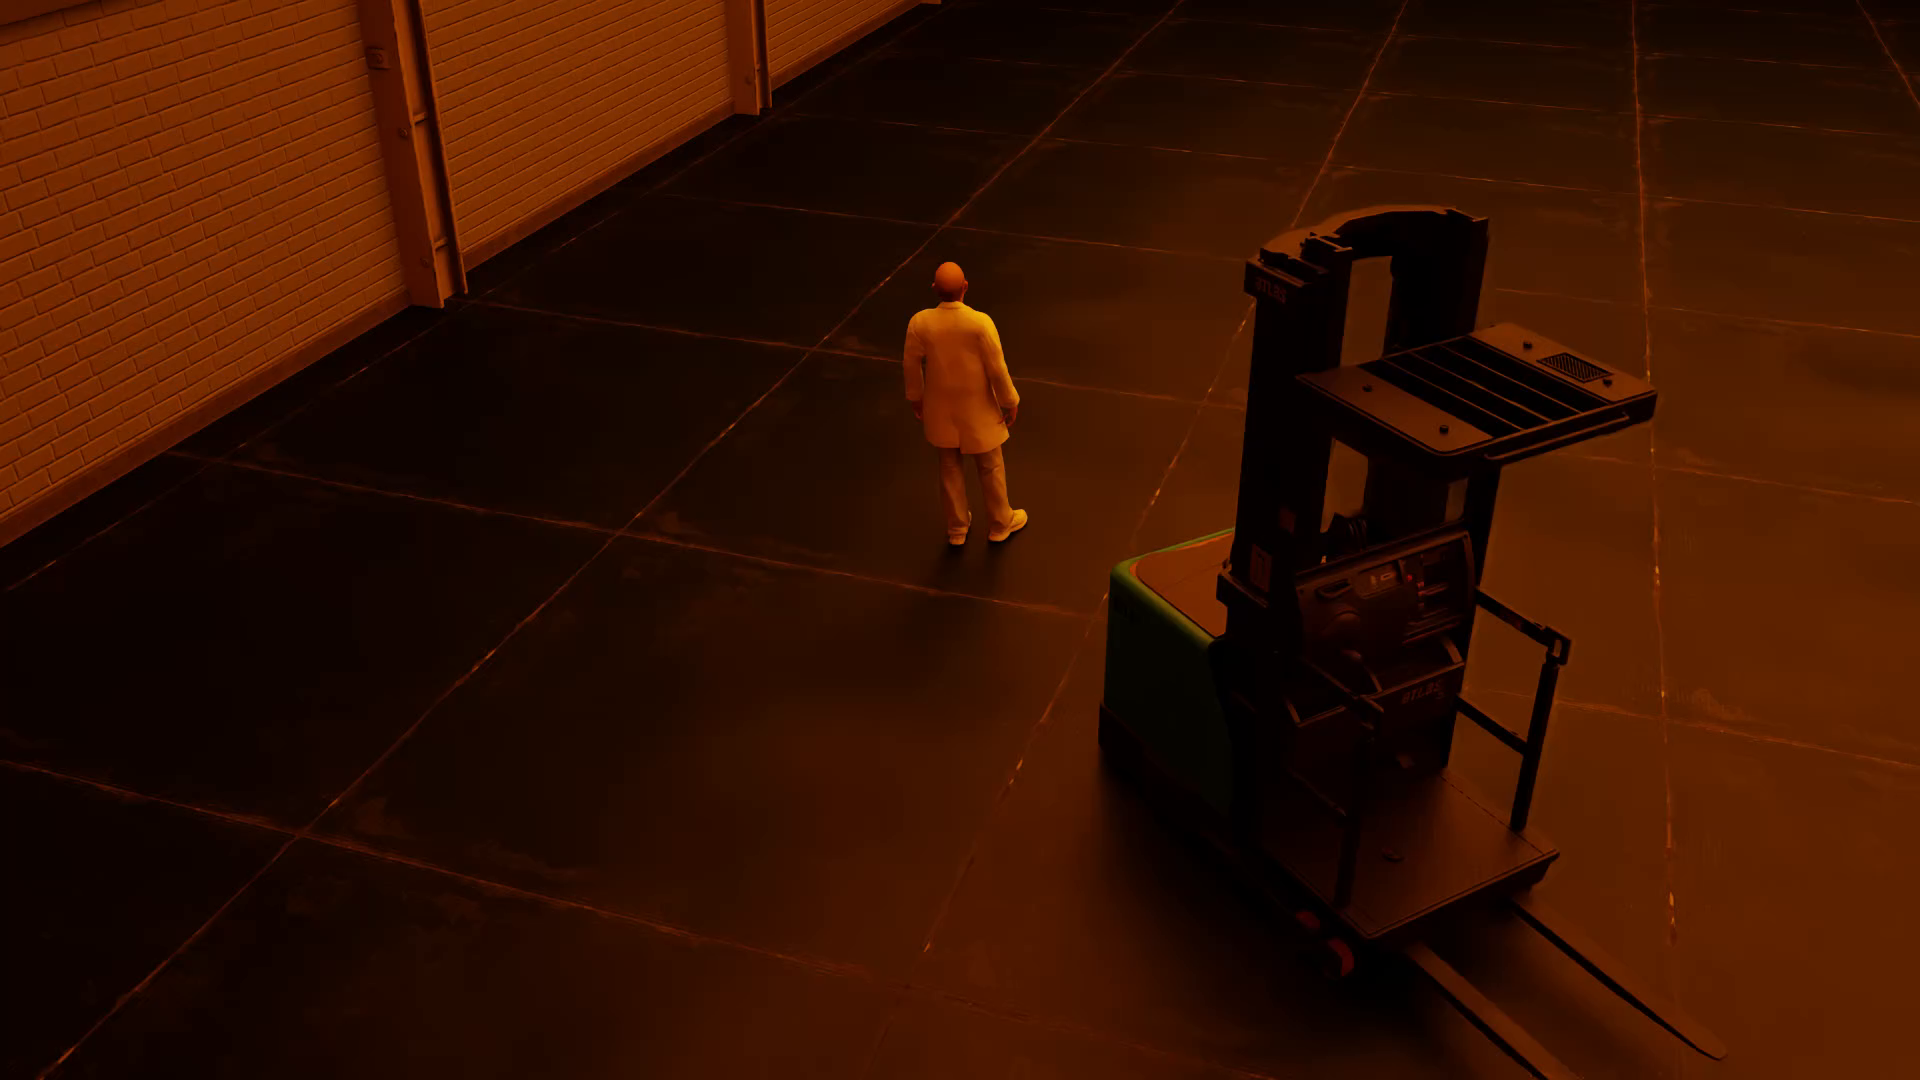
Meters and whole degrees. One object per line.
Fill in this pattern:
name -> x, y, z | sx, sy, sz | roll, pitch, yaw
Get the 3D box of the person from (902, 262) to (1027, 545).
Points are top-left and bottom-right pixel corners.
person -> 0.034, -0.814, 9.728 | 0.696, 1.763, 0.581 | 10, 31, 16

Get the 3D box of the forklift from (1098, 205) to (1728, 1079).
forklift -> 1.850, 0.286, 6.635 | 1.130, 2.935, 3.031 | -16, 33, -26
